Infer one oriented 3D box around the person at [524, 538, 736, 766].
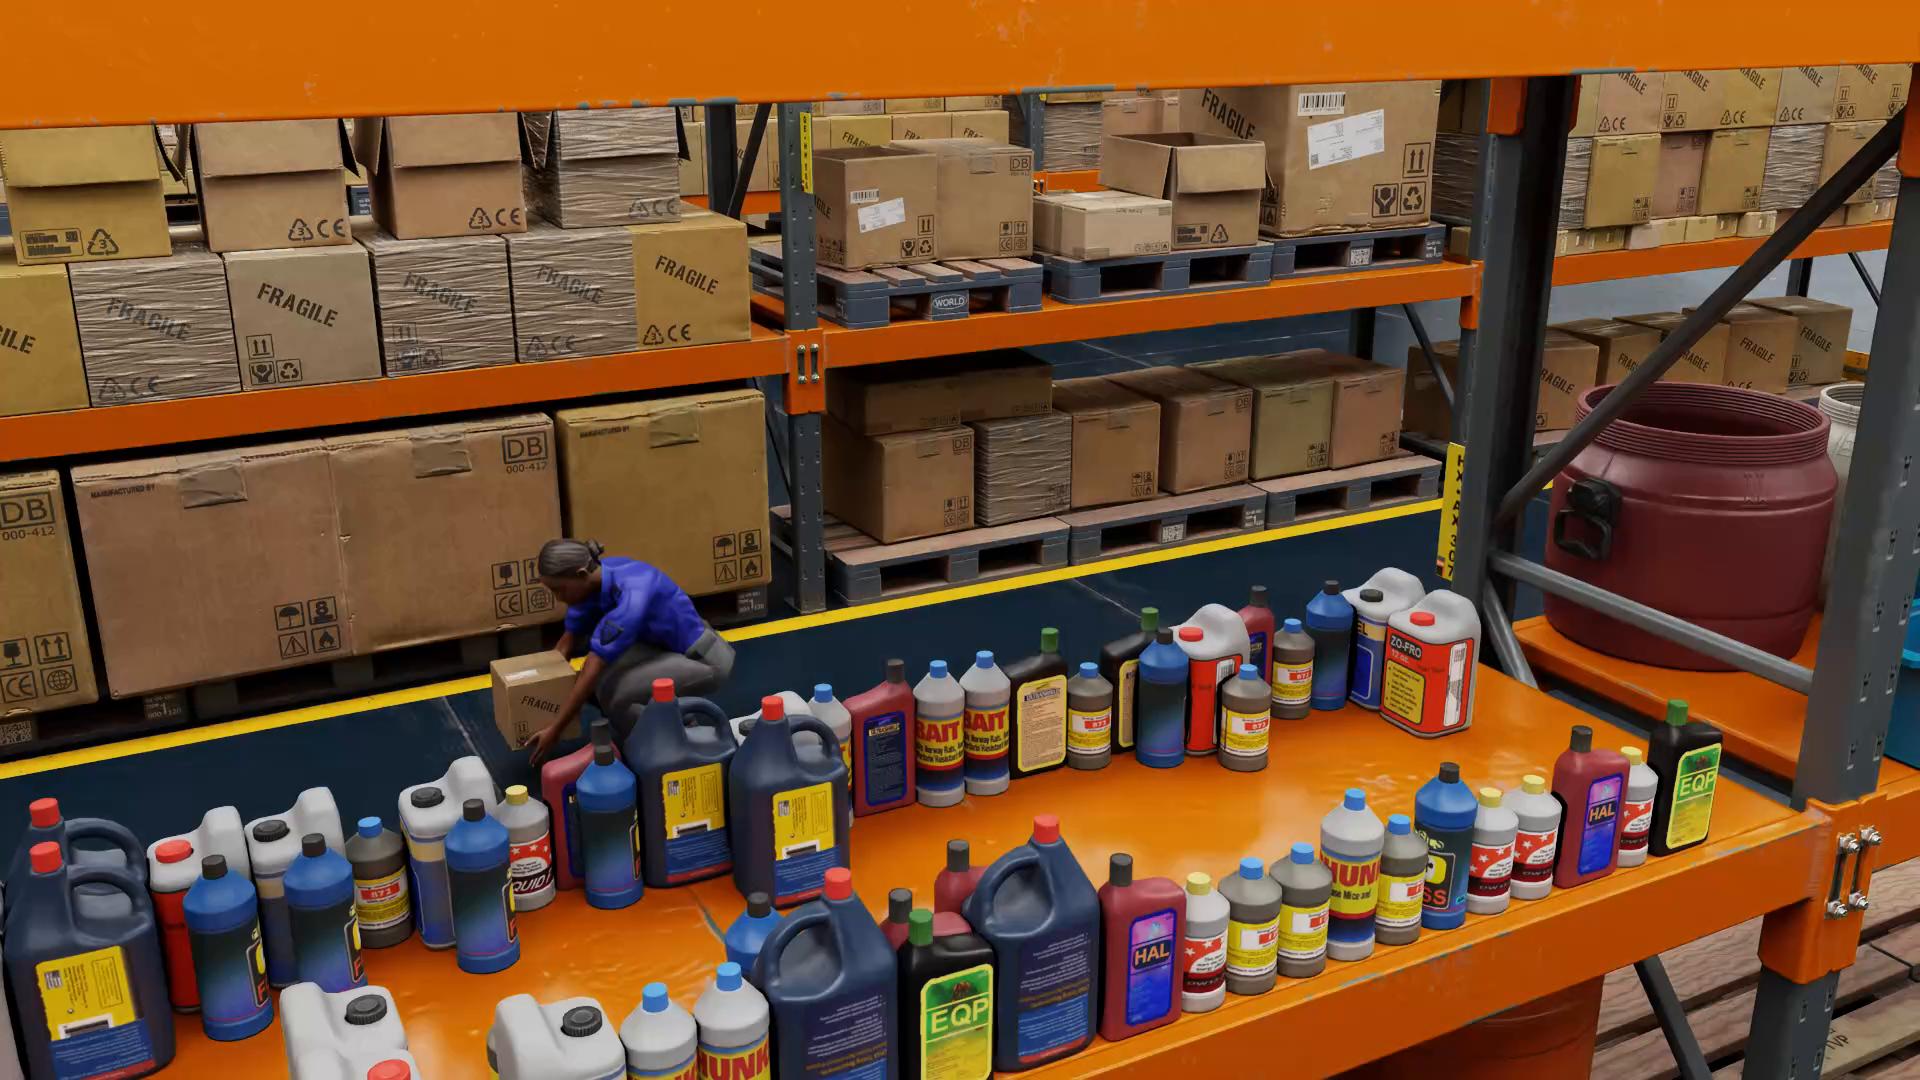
[{"bbox_3d":[-1.228,0.396,6.048,0.827,0.938,0.472,-9,21,-25],"label":"person"}]
